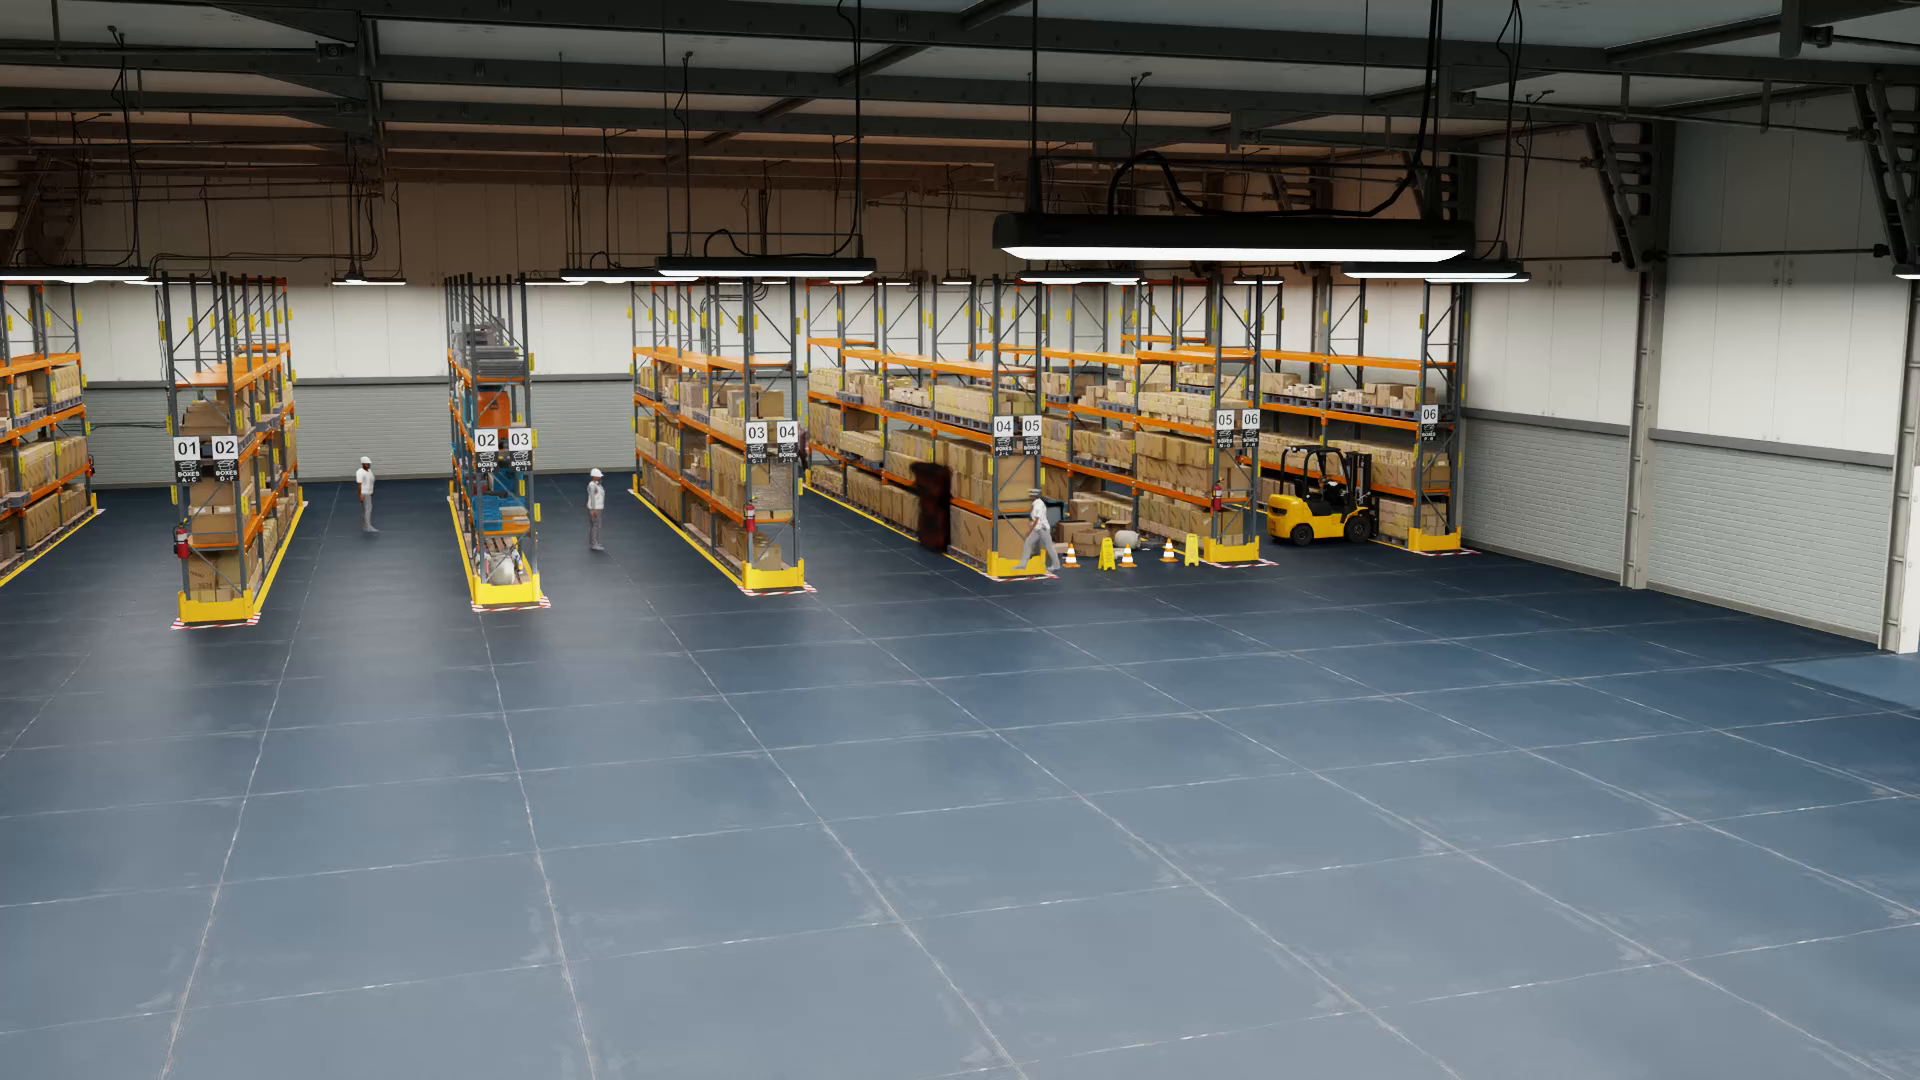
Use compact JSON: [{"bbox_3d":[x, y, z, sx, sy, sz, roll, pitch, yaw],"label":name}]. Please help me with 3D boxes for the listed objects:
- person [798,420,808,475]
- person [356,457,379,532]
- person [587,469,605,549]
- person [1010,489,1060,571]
[{"bbox_3d":[-4.922,-2.780,50.682,0.678,1.733,1.115,2,9,11],"label":"person"},{"bbox_3d":[-14.057,-1.096,39.486,0.447,1.772,0.586,-2,9,-11],"label":"person"},{"bbox_3d":[-8.070,-0.684,36.853,0.403,1.805,0.546,-3,9,-18],"label":"person"},{"bbox_3d":[1.485,-0.187,32.172,0.964,1.603,0.451,-4,10,-26],"label":"person"}]
